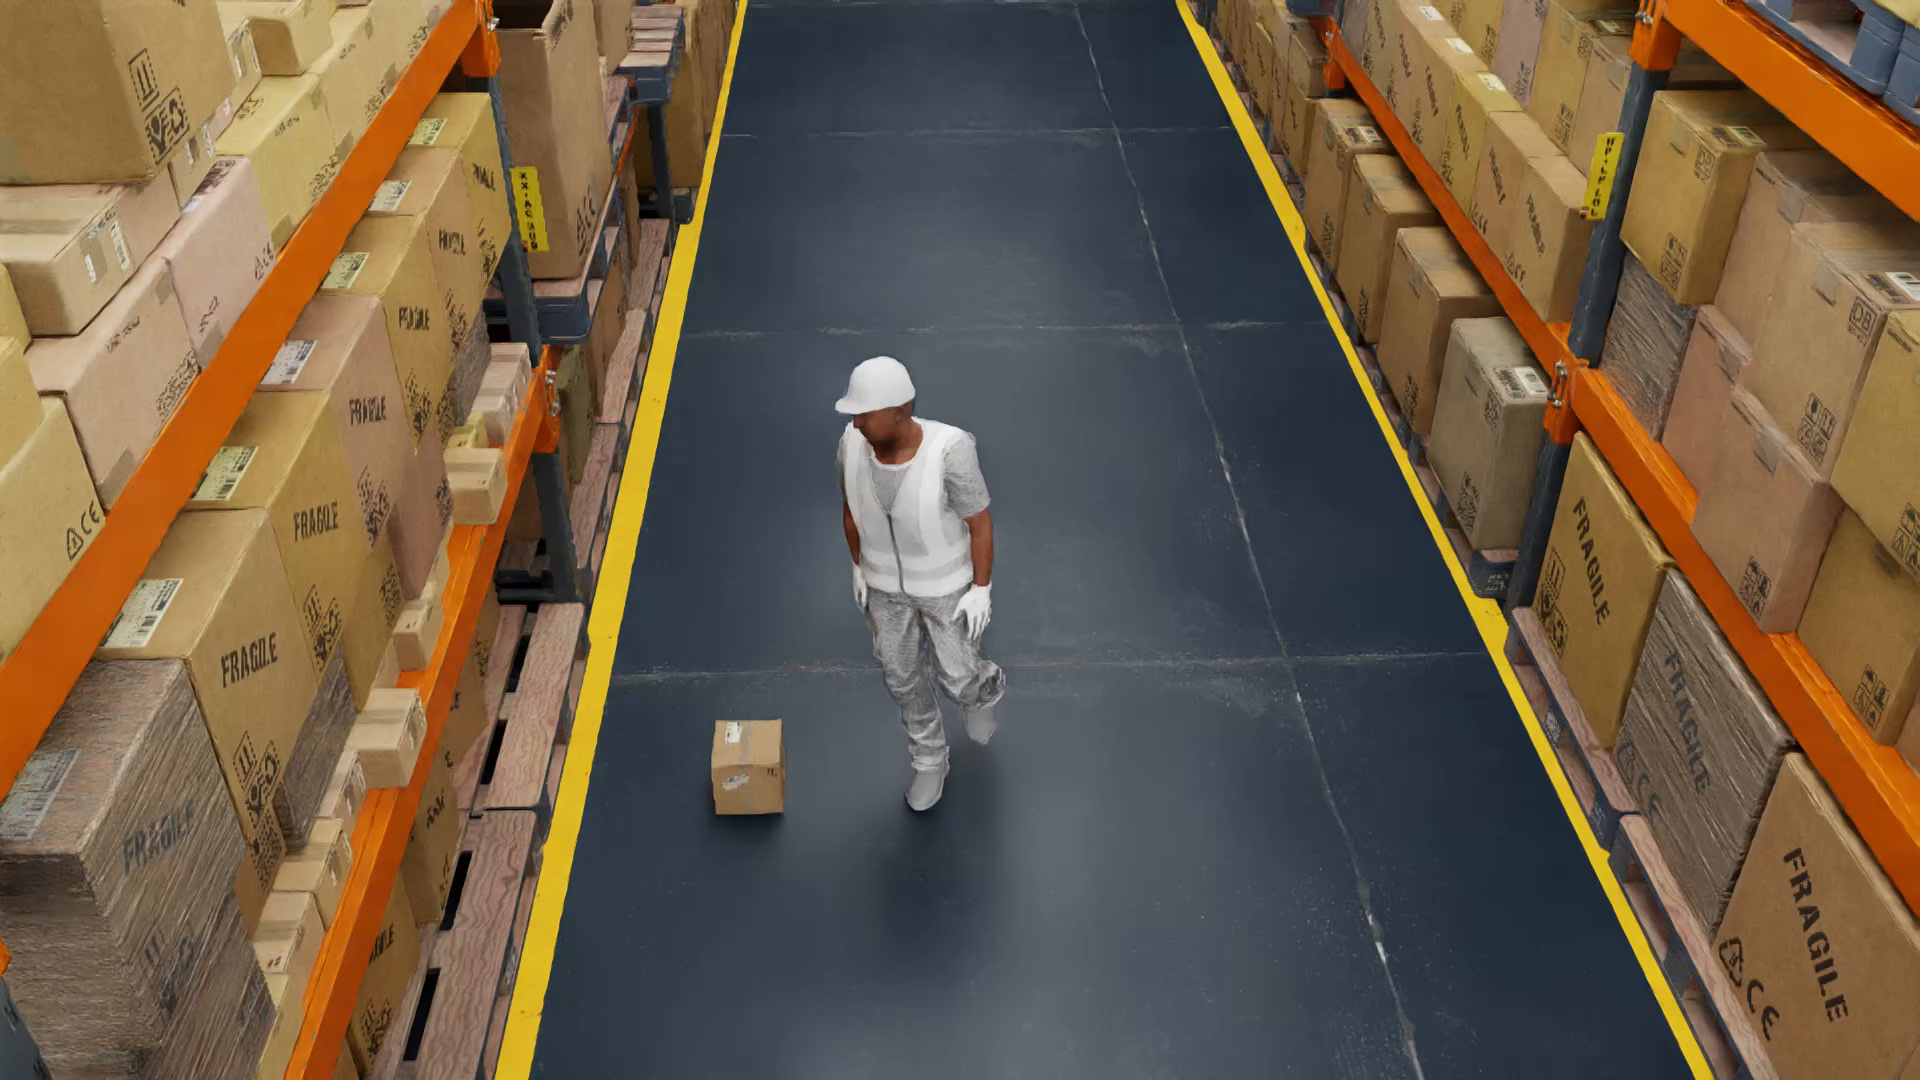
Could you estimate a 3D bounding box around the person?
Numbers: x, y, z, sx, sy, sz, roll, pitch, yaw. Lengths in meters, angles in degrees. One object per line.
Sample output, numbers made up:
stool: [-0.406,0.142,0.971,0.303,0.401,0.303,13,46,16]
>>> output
person: [-0.145,0.127,5.956,0.606,1.766,0.604,12,37,17]
